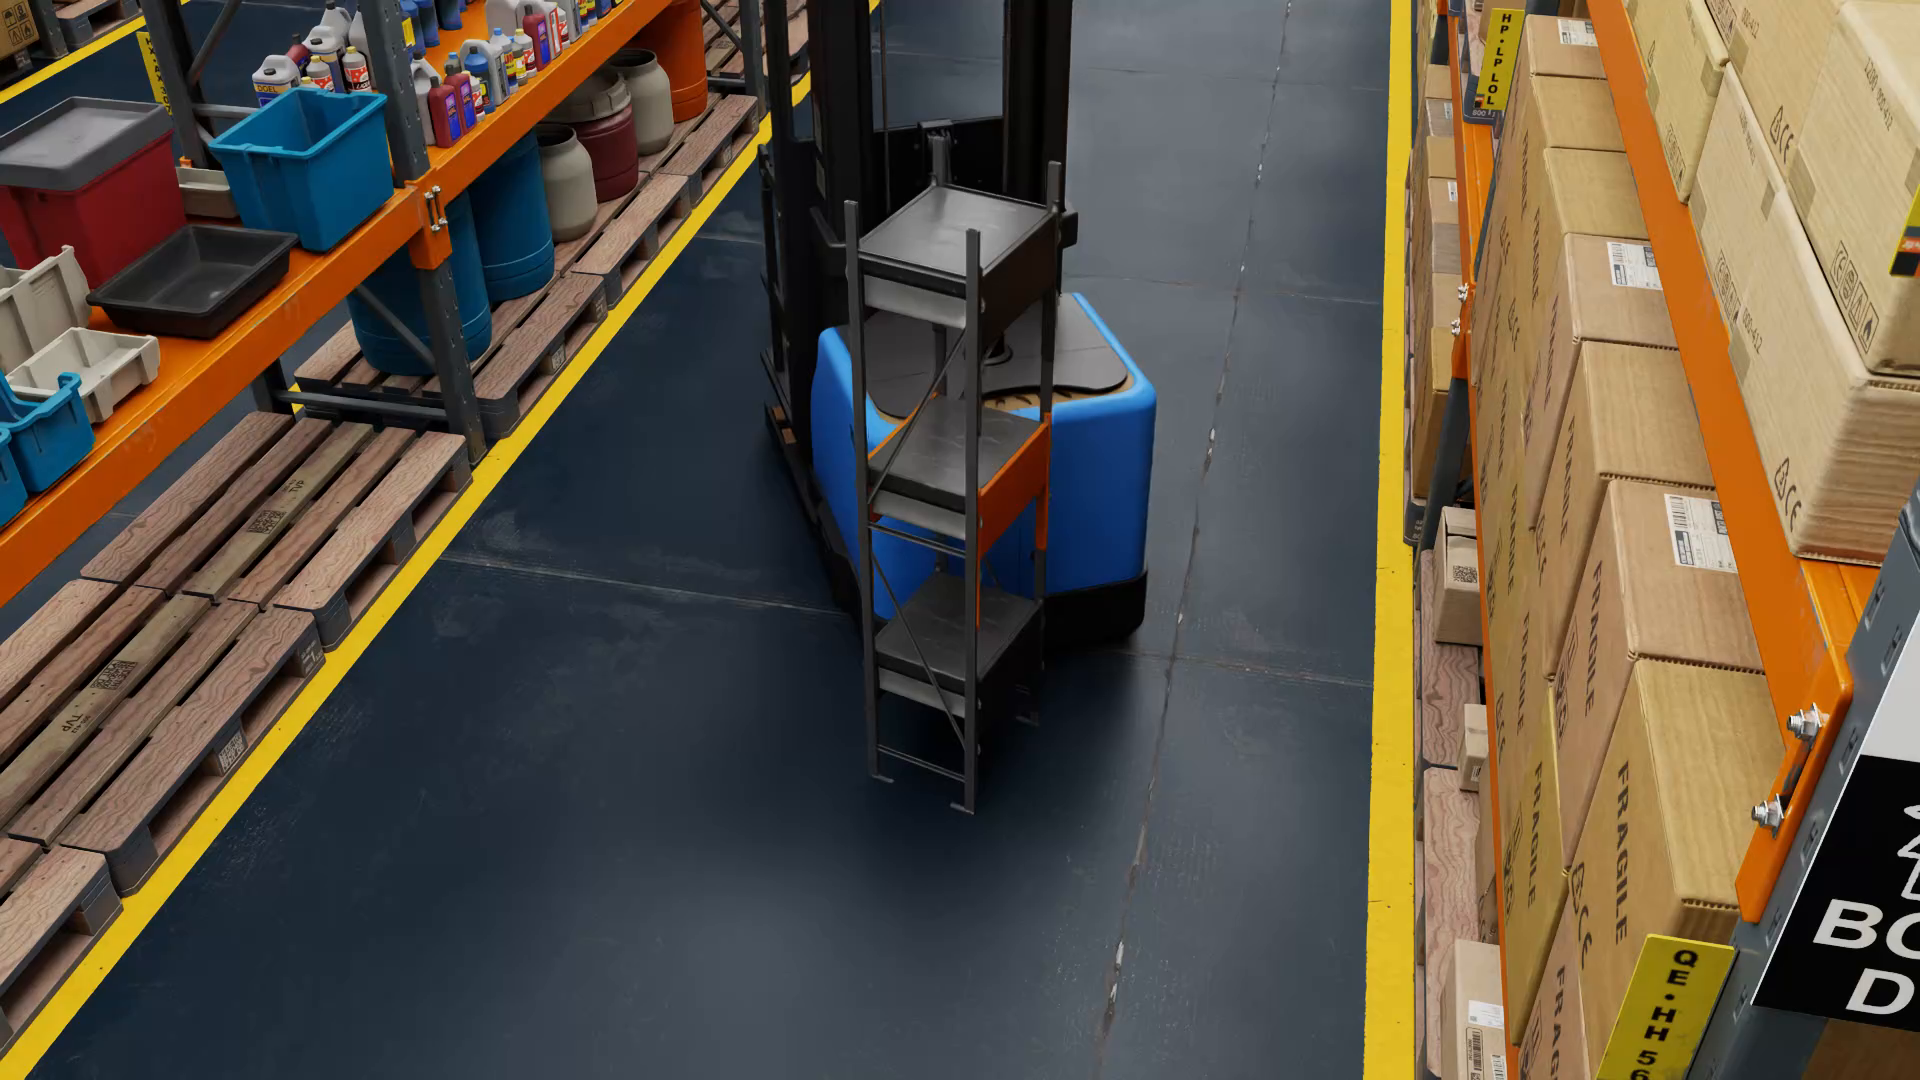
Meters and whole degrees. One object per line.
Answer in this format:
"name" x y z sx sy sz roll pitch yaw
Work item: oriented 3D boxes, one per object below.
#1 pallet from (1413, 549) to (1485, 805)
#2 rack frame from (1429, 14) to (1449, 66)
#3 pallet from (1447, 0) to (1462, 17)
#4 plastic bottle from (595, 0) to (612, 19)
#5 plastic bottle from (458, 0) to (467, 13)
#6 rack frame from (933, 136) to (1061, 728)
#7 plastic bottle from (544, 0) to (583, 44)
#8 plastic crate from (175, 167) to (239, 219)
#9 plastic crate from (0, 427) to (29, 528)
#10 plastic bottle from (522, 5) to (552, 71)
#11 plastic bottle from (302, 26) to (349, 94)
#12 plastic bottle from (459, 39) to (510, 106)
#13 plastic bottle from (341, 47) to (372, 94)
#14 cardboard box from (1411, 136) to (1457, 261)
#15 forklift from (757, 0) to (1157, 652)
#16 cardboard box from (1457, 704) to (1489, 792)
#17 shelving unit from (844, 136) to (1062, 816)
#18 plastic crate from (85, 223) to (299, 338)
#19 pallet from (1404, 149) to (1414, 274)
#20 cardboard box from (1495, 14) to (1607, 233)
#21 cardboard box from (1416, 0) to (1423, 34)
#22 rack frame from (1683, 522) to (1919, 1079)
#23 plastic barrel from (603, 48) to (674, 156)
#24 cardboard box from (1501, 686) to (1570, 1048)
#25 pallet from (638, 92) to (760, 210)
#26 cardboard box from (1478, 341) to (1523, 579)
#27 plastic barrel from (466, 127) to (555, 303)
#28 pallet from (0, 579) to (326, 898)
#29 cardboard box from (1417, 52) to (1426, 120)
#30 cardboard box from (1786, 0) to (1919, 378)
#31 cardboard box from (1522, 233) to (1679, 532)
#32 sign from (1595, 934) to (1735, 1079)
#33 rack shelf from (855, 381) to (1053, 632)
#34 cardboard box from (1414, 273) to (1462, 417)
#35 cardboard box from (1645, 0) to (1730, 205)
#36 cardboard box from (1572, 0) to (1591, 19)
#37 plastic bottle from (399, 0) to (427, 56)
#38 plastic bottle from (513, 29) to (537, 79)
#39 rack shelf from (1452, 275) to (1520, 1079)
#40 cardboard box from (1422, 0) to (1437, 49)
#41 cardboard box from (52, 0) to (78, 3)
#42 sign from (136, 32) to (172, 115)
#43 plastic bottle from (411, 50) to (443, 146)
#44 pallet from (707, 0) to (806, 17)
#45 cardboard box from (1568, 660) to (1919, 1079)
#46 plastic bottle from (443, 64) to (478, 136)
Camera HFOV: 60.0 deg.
"pallet" 2.123 0.521 5.851 1.003 0.211 1.213 7 37 10
"rack frame" 3.125 -3.295 8.740 1.000 3.000 0.127 7 37 10
"pallet" 3.049 -2.820 8.248 1.213 0.211 1.003 7 37 10
"plastic bottle" -1.770 -2.689 7.946 0.144 0.351 0.185 7 37 10
"plastic bottle" -2.449 -2.686 8.010 0.097 0.271 0.097 0 36 0
"rack frame" 0.102 -0.249 5.304 0.400 2.100 0.015 17 39 22
"plastic bottle" -1.849 -2.456 7.688 0.152 0.276 0.135 7 37 10
"plastic crate" -2.807 -1.293 6.152 0.396 0.136 0.243 7 37 10
"plastic crate" -2.767 -0.143 4.483 0.416 0.233 0.300 7 37 10
"plastic bottle" -1.883 -2.243 7.389 0.061 0.283 0.133 7 37 10
"plastic bottle" -2.721 -2.050 7.129 0.152 0.276 0.135 7 37 10
"plastic bottle" -2.019 -2.002 7.062 0.152 0.276 0.135 7 37 10
"plastic bottle" -2.596 -2.015 7.144 0.097 0.201 0.097 0 36 0
"cardboard box" 2.530 -1.648 8.223 0.500 0.500 0.500 7 36 9
"forklift" -0.225 -1.564 6.410 1.130 2.935 3.031 -10 37 -14
"cardboard box" 1.794 0.678 5.298 0.380 0.166 0.250 7 37 10
"shelving unit" -0.013 -0.122 5.130 0.431 2.100 0.503 17 39 22
"plastic crate" -2.544 -0.862 5.567 0.437 0.125 0.590 7 37 10
"pallet" 2.928 -1.742 8.974 1.003 0.211 1.213 7 37 10
"cardboard box" 1.895 -1.212 4.929 0.500 0.500 0.500 8 37 11
"cardboard box" 3.323 -3.563 11.095 0.500 0.250 0.500 8 37 11
"rack frame" 1.416 1.292 2.412 1.000 3.000 0.127 7 37 10
"plastic barrel" -1.835 -2.463 9.354 0.421 0.512 0.421 0 36 0
"cardboard box" 1.353 0.662 3.195 0.500 0.500 0.500 8 37 10
"pallet" -1.841 -2.332 9.787 1.003 0.211 1.213 7 37 10
"cardboard box" 1.680 -0.204 4.390 0.500 0.500 0.500 7 37 10
"plastic barrel" -2.284 -1.661 7.916 0.600 0.901 0.708 7 37 10
"pallet" -2.945 0.632 5.698 1.003 0.211 1.213 7 37 10
"cardboard box" 2.999 -2.684 9.882 0.500 0.250 0.500 8 37 11
"cardboard box" 1.277 -0.391 1.879 0.500 0.250 0.500 7 37 10
"cardboard box" 1.565 -0.325 3.706 0.500 0.500 0.500 8 37 11
"sign" 0.878 0.614 2.091 0.100 0.325 0.005 7 37 10
"rack shelf" -0.013 -0.111 5.138 0.431 0.518 0.480 17 39 22
"cardboard box" 2.210 -0.769 7.010 0.500 0.500 0.500 7 37 10
"cardboard box" 1.480 -0.763 2.819 0.500 0.250 0.500 7 37 10
"cardboard box" 2.675 -1.858 6.314 0.700 0.500 0.500 13 38 17
"plastic bottle" -2.488 -2.333 7.522 0.097 0.271 0.097 0 36 0
"plastic bottle" -1.925 -2.146 7.325 0.097 0.201 0.097 0 36 0
"rack shelf" 1.843 0.436 4.205 1.077 0.370 4.000 7 37 10
"cardboard box" 3.101 -3.209 10.128 0.500 0.311 0.500 7 36 9
"cardboard box" -6.429 -4.091 11.594 0.700 0.500 0.500 5 36 8
"sign" -3.105 -1.807 6.451 0.100 0.325 0.005 7 37 10
"plastic bottle" -2.167 -1.789 6.704 0.144 0.351 0.185 7 37 10
"pallet" -1.247 -3.925 11.986 1.003 0.211 1.213 7 37 10
"cardboard box" 1.242 0.557 2.489 0.500 0.500 0.500 7 37 10
"plastic bottle" -2.044 -1.811 6.792 0.061 0.283 0.133 7 37 10
